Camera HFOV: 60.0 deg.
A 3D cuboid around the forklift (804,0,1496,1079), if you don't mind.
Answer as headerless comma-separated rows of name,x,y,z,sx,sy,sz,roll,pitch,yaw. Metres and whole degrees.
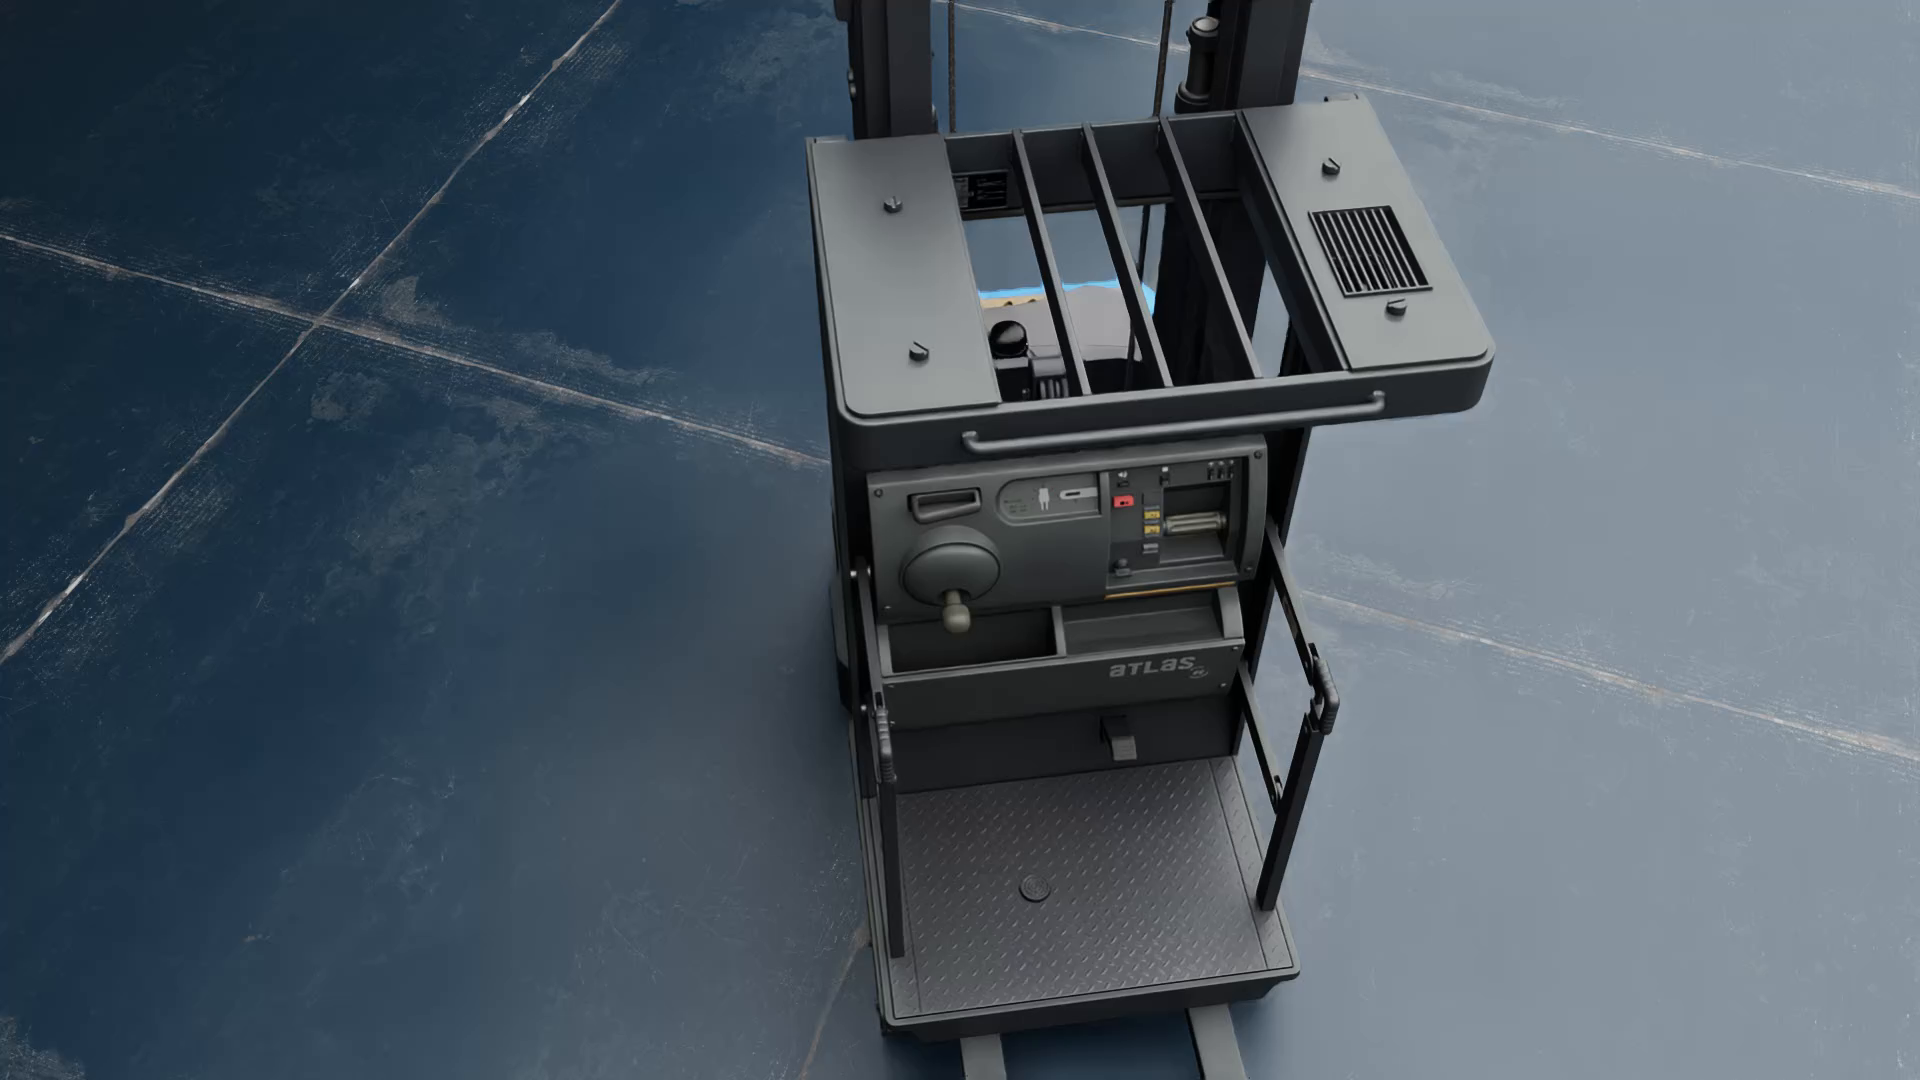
forklift,0.287,0.094,3.729,1.130,2.935,3.031,-6,49,-5
